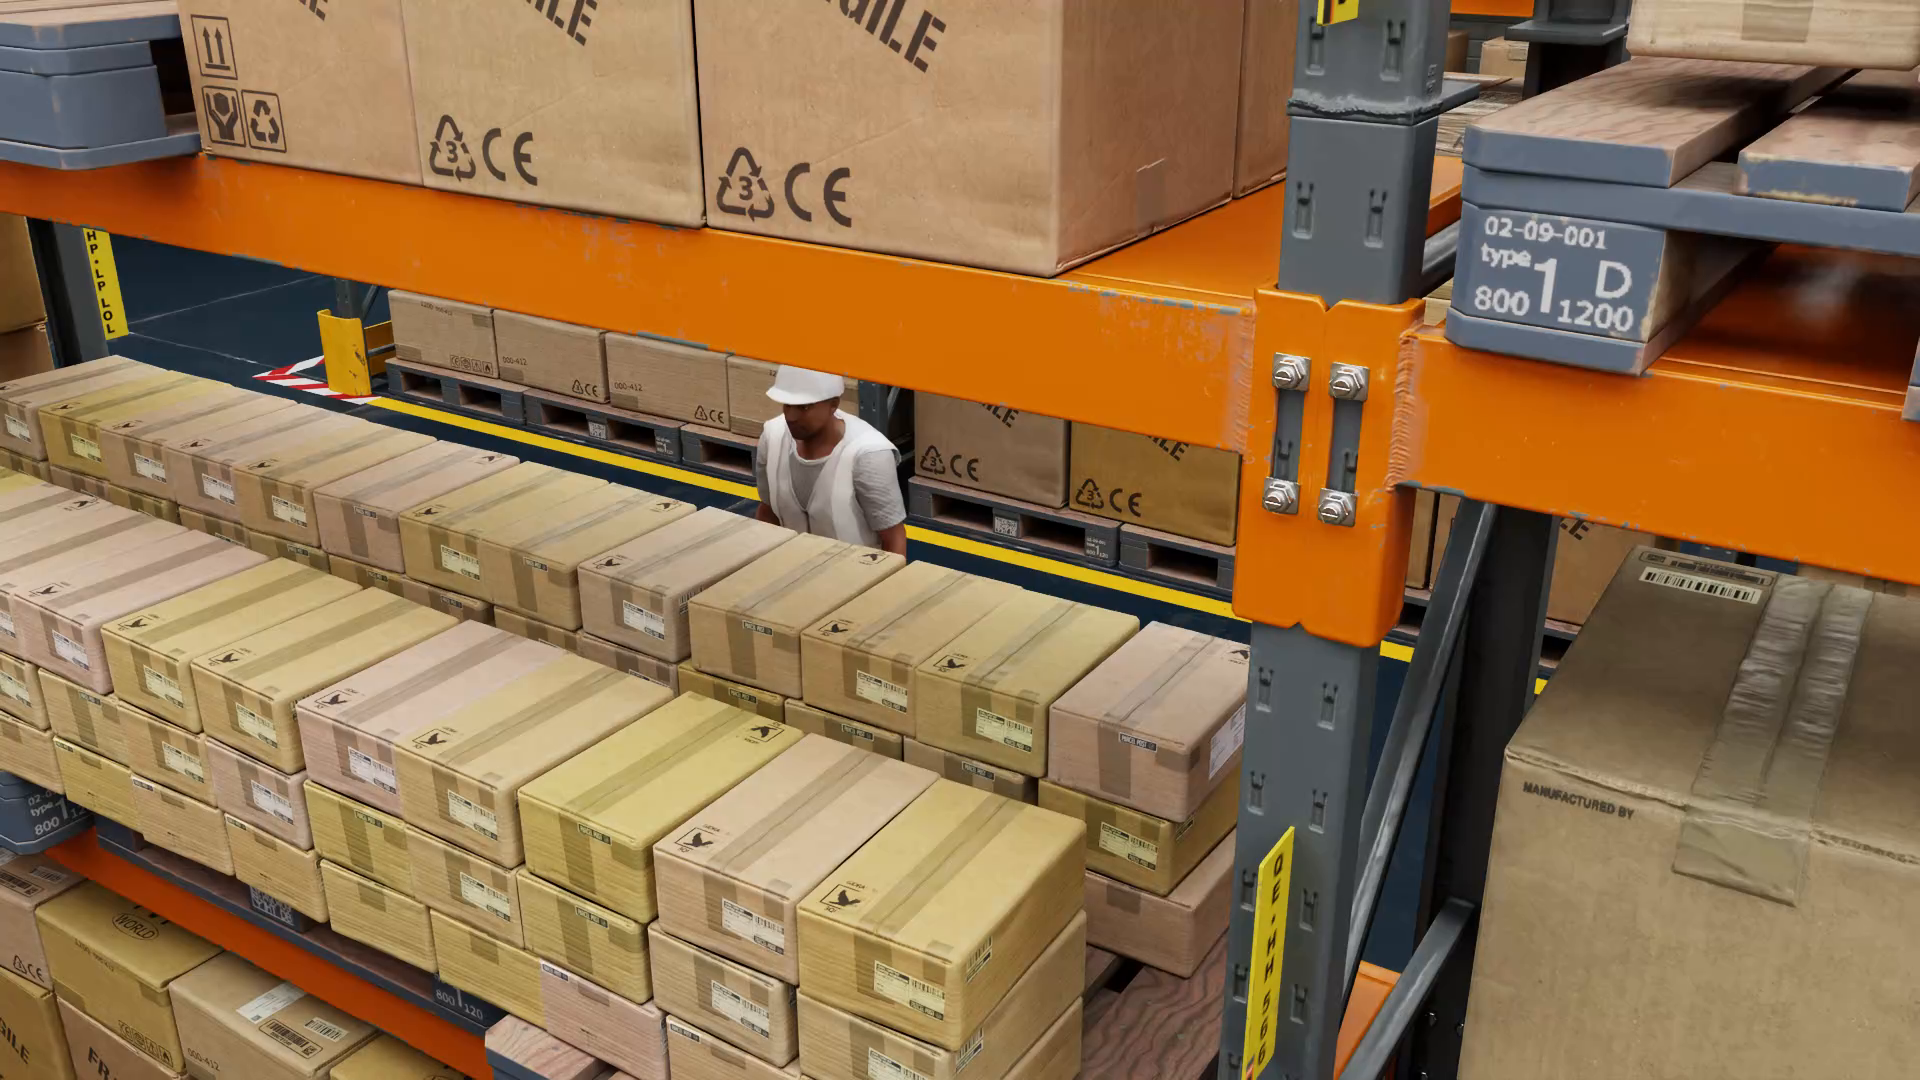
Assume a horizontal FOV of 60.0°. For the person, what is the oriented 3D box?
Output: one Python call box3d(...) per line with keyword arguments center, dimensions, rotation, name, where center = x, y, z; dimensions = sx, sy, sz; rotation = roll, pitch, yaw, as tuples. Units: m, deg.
box3d(center=(-0.462, 0.188, 5.635), dimensions=(0.619, 1.775, 0.446), rotation=(14, 27, 29), name="person")
